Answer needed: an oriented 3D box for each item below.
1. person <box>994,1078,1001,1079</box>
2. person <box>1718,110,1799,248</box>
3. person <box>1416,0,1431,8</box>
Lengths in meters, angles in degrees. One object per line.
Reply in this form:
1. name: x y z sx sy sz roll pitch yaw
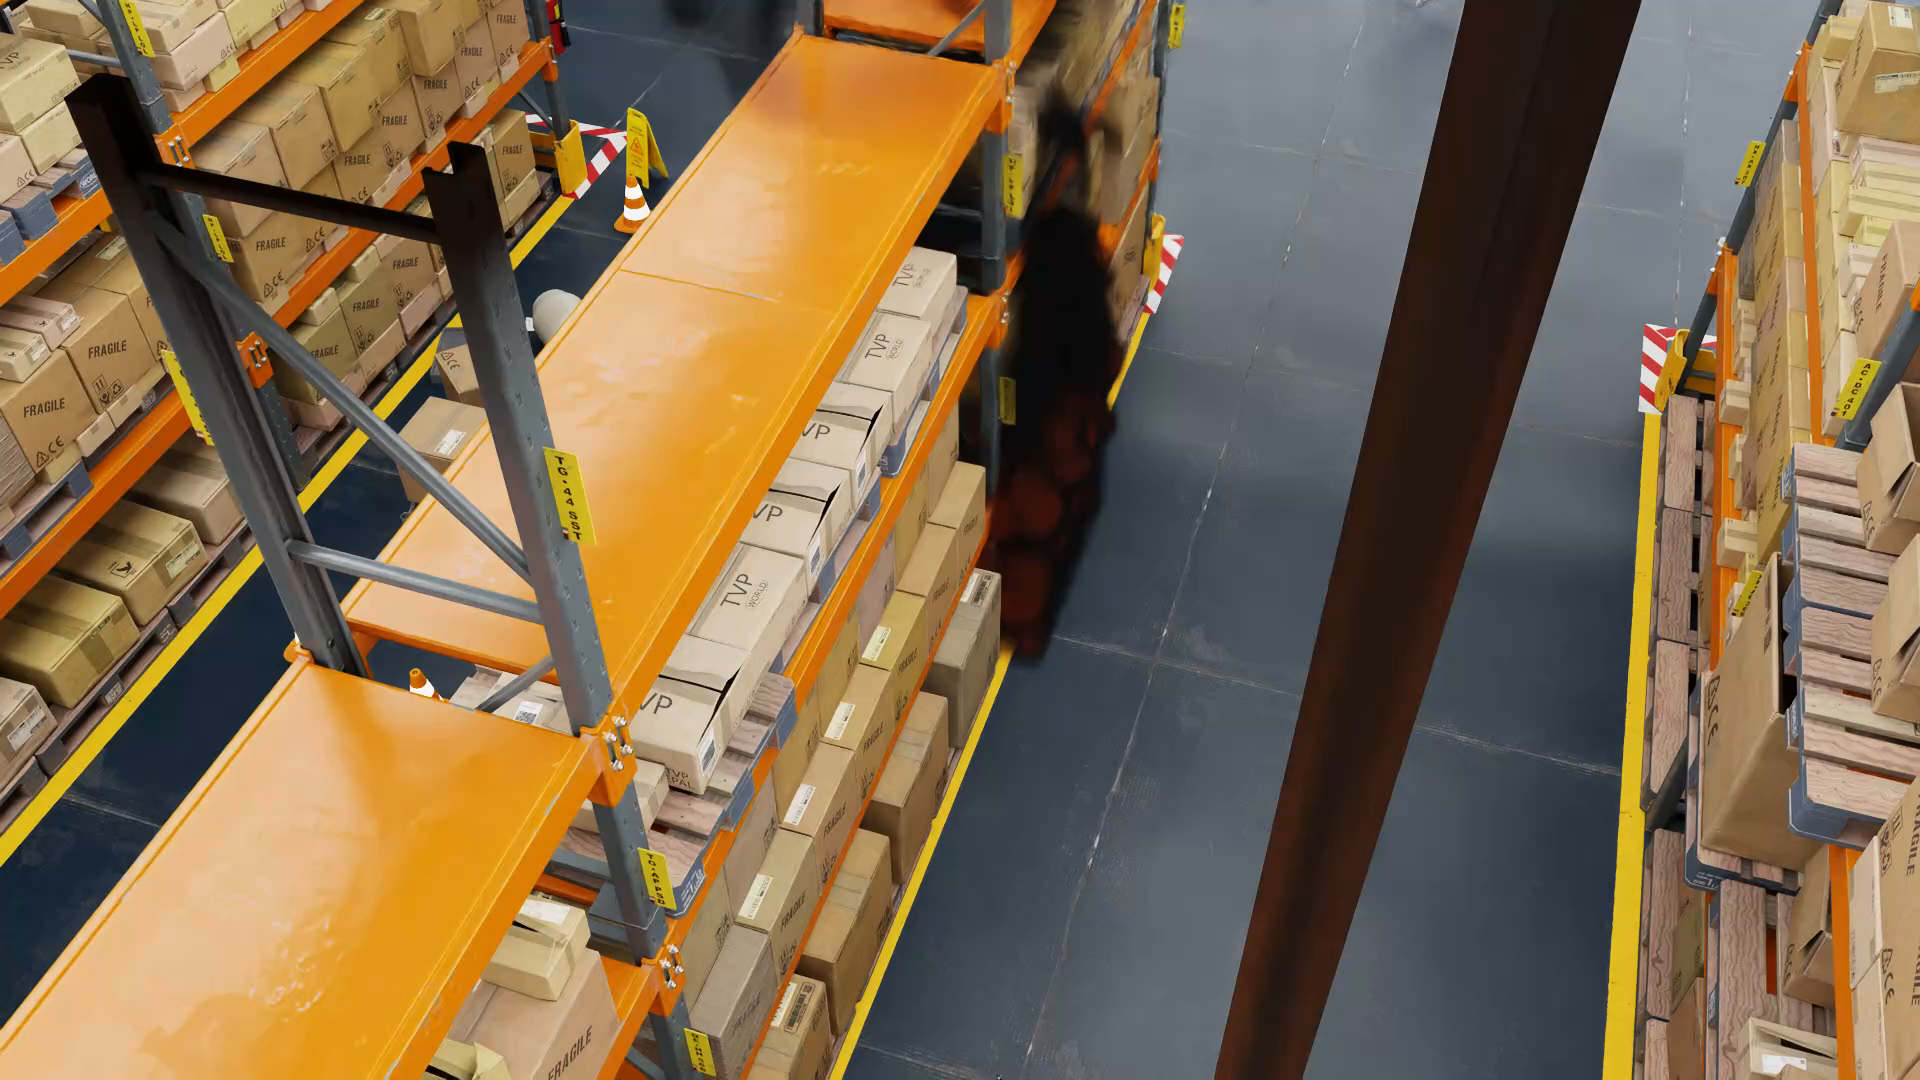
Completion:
1. person: 0.107 2.777 7.276 0.510 1.568 0.686 8 46 8
2. person: 6.335 -2.756 12.646 0.612 1.733 0.806 -25 51 -22
3. person: 4.295 -5.846 15.614 0.663 1.779 0.940 -27 52 -24
